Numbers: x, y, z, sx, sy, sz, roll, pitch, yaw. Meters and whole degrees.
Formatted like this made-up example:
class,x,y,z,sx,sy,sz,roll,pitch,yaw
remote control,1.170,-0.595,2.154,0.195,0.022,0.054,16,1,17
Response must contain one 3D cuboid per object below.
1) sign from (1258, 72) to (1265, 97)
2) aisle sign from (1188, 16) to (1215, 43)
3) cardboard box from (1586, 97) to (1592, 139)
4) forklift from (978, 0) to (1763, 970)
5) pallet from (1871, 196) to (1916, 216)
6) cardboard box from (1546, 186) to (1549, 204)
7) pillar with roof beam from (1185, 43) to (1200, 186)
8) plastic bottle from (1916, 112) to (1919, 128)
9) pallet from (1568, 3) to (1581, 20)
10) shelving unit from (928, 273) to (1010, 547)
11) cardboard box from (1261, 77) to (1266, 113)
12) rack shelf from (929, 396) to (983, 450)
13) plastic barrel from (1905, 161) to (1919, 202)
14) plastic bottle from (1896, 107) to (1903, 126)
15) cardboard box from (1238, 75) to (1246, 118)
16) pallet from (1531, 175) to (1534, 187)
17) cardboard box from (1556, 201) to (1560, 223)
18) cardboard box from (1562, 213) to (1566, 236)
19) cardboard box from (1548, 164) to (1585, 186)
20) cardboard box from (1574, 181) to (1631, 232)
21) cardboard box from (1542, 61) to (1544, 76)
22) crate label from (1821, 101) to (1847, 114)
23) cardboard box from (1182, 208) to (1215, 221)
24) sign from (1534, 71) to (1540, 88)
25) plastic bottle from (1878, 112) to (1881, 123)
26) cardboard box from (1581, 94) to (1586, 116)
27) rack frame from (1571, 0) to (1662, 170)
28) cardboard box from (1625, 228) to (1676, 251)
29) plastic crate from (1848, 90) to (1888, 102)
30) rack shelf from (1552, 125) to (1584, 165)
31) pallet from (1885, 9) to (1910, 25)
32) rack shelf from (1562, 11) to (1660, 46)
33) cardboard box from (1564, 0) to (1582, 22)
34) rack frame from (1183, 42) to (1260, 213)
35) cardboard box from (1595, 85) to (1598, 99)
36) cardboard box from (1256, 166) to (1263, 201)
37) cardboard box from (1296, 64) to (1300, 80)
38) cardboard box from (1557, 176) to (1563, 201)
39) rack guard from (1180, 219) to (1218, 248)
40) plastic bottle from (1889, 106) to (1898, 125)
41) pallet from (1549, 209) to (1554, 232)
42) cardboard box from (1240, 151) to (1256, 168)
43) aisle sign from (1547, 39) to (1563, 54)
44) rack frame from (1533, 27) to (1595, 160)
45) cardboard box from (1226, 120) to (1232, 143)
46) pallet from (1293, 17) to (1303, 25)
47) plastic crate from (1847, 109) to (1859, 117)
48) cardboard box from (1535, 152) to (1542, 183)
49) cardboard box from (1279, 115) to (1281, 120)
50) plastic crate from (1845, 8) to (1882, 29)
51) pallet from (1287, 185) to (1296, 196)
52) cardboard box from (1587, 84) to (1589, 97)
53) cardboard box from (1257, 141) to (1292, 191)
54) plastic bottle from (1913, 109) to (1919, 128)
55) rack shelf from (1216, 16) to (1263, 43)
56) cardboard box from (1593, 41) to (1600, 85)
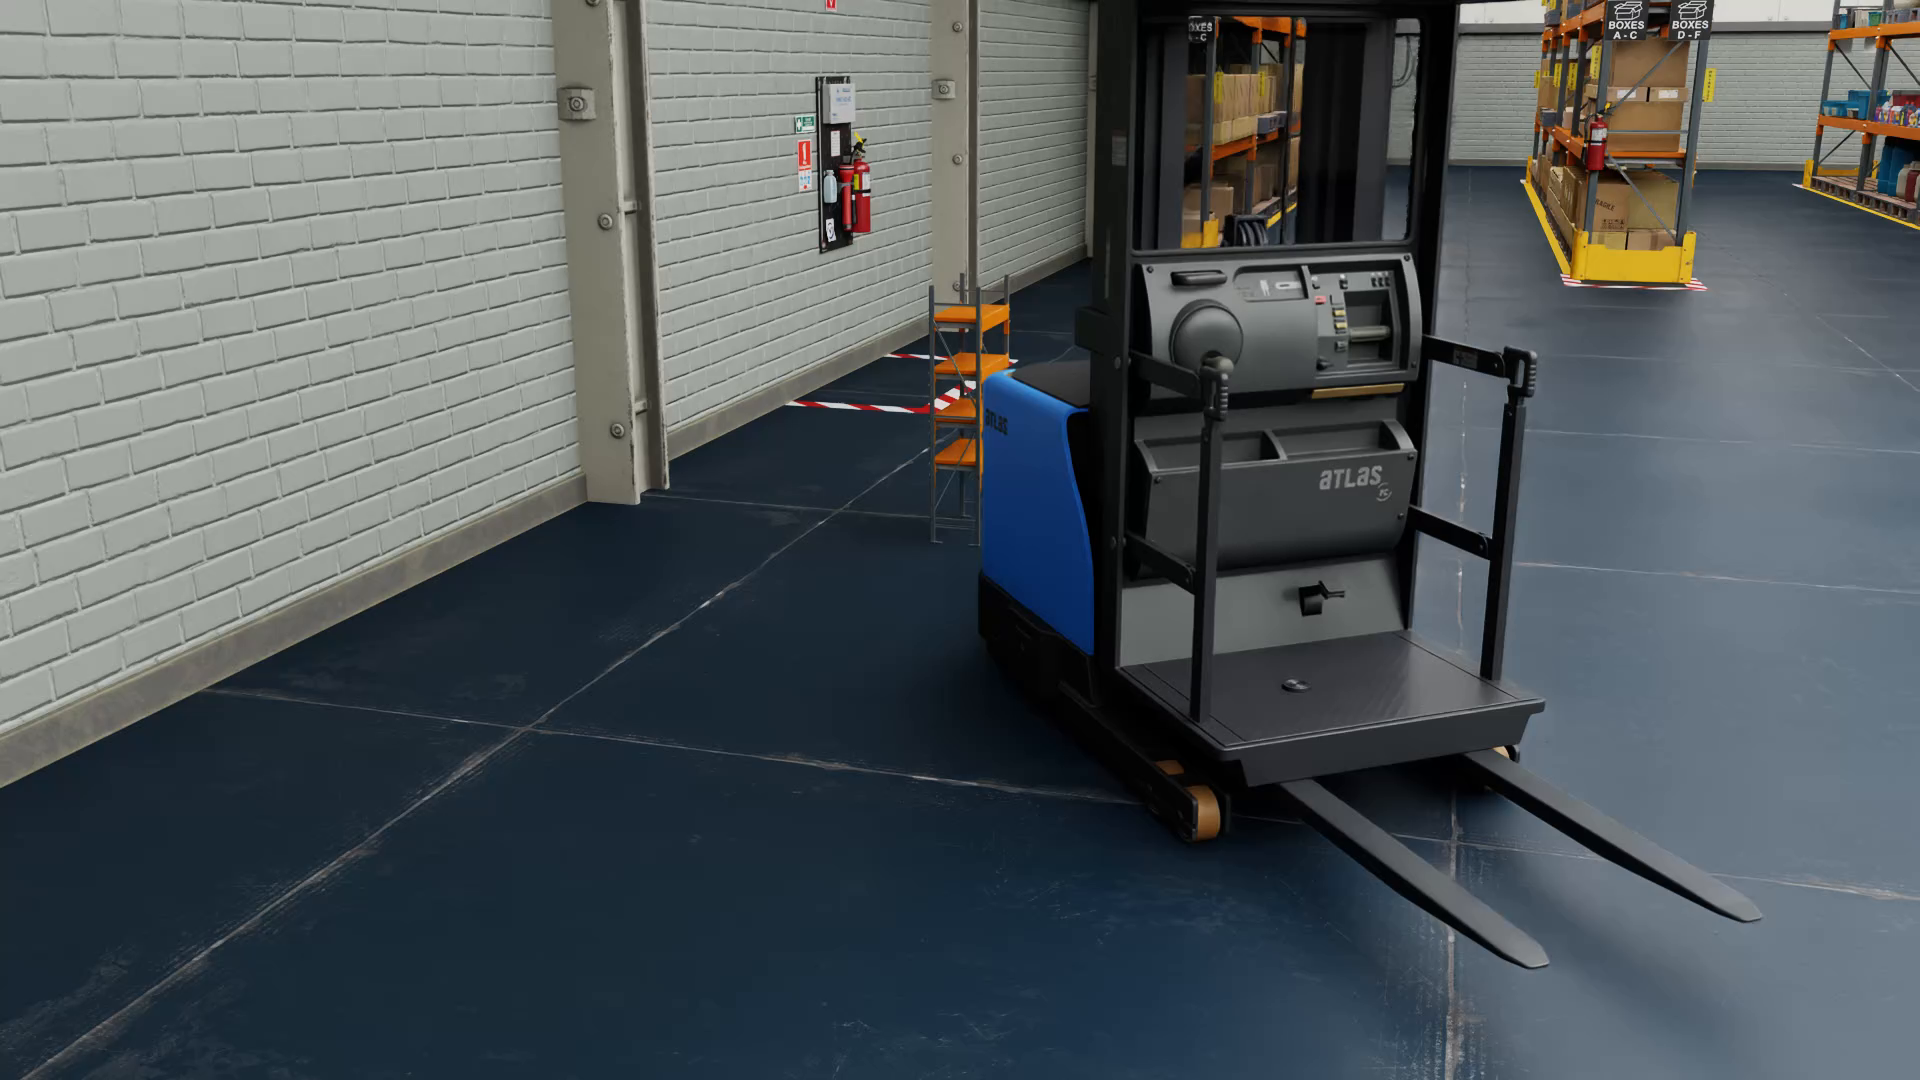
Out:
class,x,y,z,sx,sy,sz,roll,pitch,yaw
sign,3.958,-5.997,21.890,0.100,0.325,0.005,5,16,16
aisle sign,2.566,-5.783,17.957,0.394,0.787,0.004,5,16,16
cardboard box,8.066,-5.169,20.374,0.700,0.500,0.500,4,16,14
forklift,1.052,-0.669,4.815,1.130,2.935,3.031,-6,17,-19
pallet,14.604,-5.085,25.371,1.003,0.211,1.213,5,16,16
cardboard box,8.893,-5.049,24.403,0.500,0.250,0.500,5,16,16
pillar with roof beam,7.501,-8.947,22.881,9.100,9.000,0.400,5,16,16
plastic bottle,13.948,-6.116,24.132,0.097,0.271,0.097,0,16,0
pallet,9.216,-7.452,23.454,1.213,0.211,1.003,5,17,18
shelving unit,0.047,-0.621,7.818,0.258,1.200,0.503,5,16,16
cardboard box,3.936,-6.332,23.665,0.700,0.500,0.500,7,17,24
rack shelf,0.047,-0.556,7.837,0.258,0.148,0.480,5,16,16
plastic barrel,14.515,-5.366,24.900,0.600,0.588,0.708,5,16,16
plastic bottle,14.295,-6.436,25.258,0.097,0.271,0.097,0,16,0
cardboard box,3.161,-5.373,20.141,0.500,0.500,0.500,5,17,18
pallet,11.349,-6.807,31.442,1.003,0.211,1.213,5,16,16
cardboard box,8.026,-4.248,21.578,0.500,0.250,0.500,4,16,15
cardboard box,7.470,-3.758,19.852,0.500,0.250,0.500,5,16,16
cardboard box,9.364,-5.556,25.696,0.500,0.500,0.500,5,17,18
cardboard box,6.917,-3.595,17.901,0.500,0.500,0.500,5,16,16
cardboard box,10.929,-8.543,30.436,0.500,0.500,0.500,5,17,17
crate label,15.959,-7.901,30.387,0.416,0.233,0.303,5,16,16
cardboard box,2.744,-3.816,19.906,0.500,0.311,0.500,6,17,20
sign,11.076,-8.836,31.897,0.100,0.325,0.005,5,16,16
plastic bottle,14.641,-6.721,26.391,0.097,0.201,0.097,0,16,0
cardboard box,8.862,-5.892,22.922,0.500,0.500,0.500,4,16,13
rack frame,8.186,-5.238,20.799,1.000,3.000,0.127,5,16,16
cardboard box,7.415,-3.194,17.861,0.500,0.250,0.500,5,16,16
plastic crate,16.428,-7.936,30.137,0.616,0.435,0.499,5,16,16
rack shelf,8.755,-5.415,22.742,1.077,0.370,4.000,5,16,16
pallet,15.079,-8.085,25.687,1.213,0.211,1.003,5,16,16
rack shelf,8.755,-6.858,22.332,1.077,0.370,4.000,5,16,16
cardboard box,9.415,-7.892,24.477,0.910,0.500,0.500,5,16,16
rack frame,3.436,-5.621,22.150,1.000,3.000,0.127,5,16,16
cardboard box,7.414,-5.072,18.843,0.380,0.149,0.250,4,16,15
cardboard box,4.160,-5.358,24.999,0.700,0.500,0.500,5,16,16
cardboard box,5.239,-7.600,26.986,0.500,0.250,0.500,5,17,16
cardboard box,8.168,-4.652,21.974,0.500,0.311,0.500,5,17,17
rack guard,2.321,-3.392,18.871,1.175,0.500,0.348,5,16,16
plastic bottle,14.448,-6.552,25.660,0.152,0.276,0.135,5,16,16
pallet,8.703,-4.412,22.998,1.003,0.211,1.213,5,16,16
cardboard box,4.054,-5.566,24.355,0.500,0.250,0.500,5,16,16
aisle sign,11.334,-9.669,31.656,0.394,0.787,0.004,5,16,16
rack frame,11.596,-8.377,31.867,1.000,3.000,0.127,5,16,16
cardboard box,2.876,-4.752,19.324,0.500,0.250,0.500,4,16,14
pallet,4.705,-8.192,26.064,1.213,0.211,1.003,5,17,18
plastic crate,15.414,-7.327,28.536,0.293,0.136,0.466,5,16,16
cardboard box,10.350,-6.511,29.062,0.500,0.500,0.500,5,16,16
cardboard box,4.888,-6.624,26.111,0.380,0.149,0.250,4,16,15
plastic crate,15.647,-9.027,28.775,0.504,0.338,0.767,5,16,16
pallet,5.217,-5.844,28.048,1.003,0.211,1.213,5,16,16
cardboard box,7.853,-5.477,20.270,0.380,0.149,0.250,5,17,17
cardboard box,4.907,-6.017,26.718,0.750,0.750,0.750,4,16,15
plastic bottle,14.004,-6.167,24.311,0.097,0.271,0.097,0,16,0
rack shelf,2.867,-6.195,19.994,1.077,0.370,4.000,5,16,16
cardboard box,7.924,-5.661,19.731,0.700,0.500,0.500,5,16,16
